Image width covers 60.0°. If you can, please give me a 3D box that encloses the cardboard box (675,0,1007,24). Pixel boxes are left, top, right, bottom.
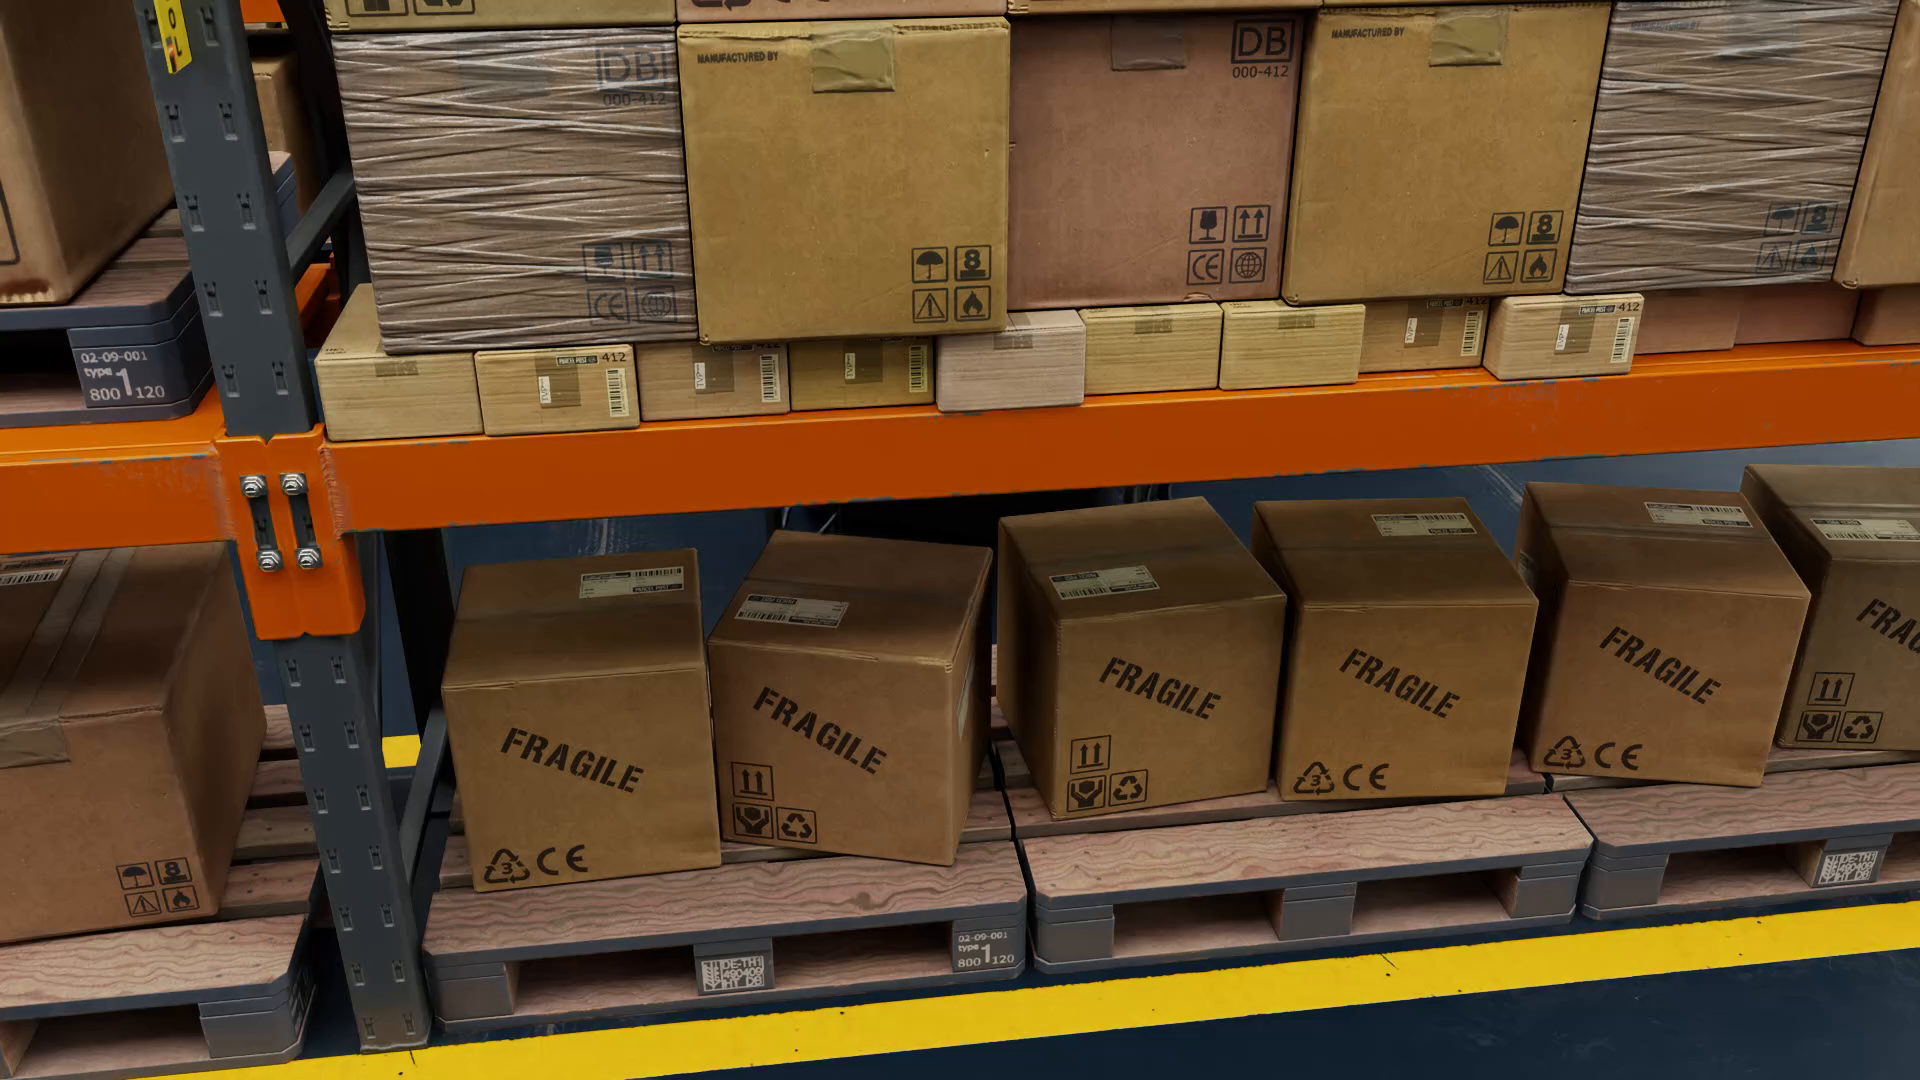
[{"bbox_3d":[-0.209,-1.118,2.612,0.500,0.500,0.500,-4,27,-7],"label":"cardboard box"}]

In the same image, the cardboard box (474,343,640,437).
[{"bbox_3d":[-0.681,-0.326,2.875,0.250,0.149,0.380,-4,27,-7],"label":"cardboard box"}]

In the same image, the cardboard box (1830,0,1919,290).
[{"bbox_3d":[1.749,-0.873,3.230,0.500,0.500,0.875,-4,27,-7],"label":"cardboard box"}]

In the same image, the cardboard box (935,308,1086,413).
[{"bbox_3d":[0.062,-0.372,2.964,0.250,0.149,0.380,-4,27,-7],"label":"cardboard box"}]

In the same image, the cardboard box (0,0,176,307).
[{"bbox_3d":[-1.991,-1.016,2.828,1.000,1.000,1.000,-3,27,-7],"label":"cardboard box"}]

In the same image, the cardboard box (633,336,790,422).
[{"bbox_3d":[-0.437,-0.354,2.930,0.250,0.149,0.380,-4,27,-7],"label":"cardboard box"}]

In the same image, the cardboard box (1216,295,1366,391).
[{"bbox_3d":[0.553,-0.417,3.053,0.250,0.149,0.380,-4,27,-7],"label":"cardboard box"}]

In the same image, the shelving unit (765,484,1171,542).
[{"bbox_3d":[0.027,-0.474,4.520,1.048,1.500,0.538,9,30,17],"label":"shelving unit"}]

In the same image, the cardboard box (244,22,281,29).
[{"bbox_3d":[-5.236,-3.875,11.935,0.625,0.372,0.950,-4,27,-8],"label":"cardboard box"}]

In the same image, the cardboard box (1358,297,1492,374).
[{"bbox_3d":[0.794,-0.454,3.124,0.250,0.149,0.380,-4,27,-7],"label":"cardboard box"}]

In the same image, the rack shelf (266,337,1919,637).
[{"bbox_3d":[0.795,-0.357,3.448,4.000,0.370,1.077,-4,27,-7],"label":"rack shelf"}]

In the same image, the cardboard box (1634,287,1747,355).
[{"bbox_3d":[1.287,-0.494,3.203,0.250,0.149,0.380,-4,27,-7],"label":"cardboard box"}]

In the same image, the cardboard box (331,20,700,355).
[{"bbox_3d":[-0.731,-0.727,2.947,0.500,0.500,0.875,-4,27,-7],"label":"cardboard box"}]

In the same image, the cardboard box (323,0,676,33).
[{"bbox_3d":[-0.704,-1.085,2.549,0.500,0.500,0.500,-4,27,-7],"label":"cardboard box"}]

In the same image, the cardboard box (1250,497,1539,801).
[{"bbox_3d":[0.945,0.238,3.779,0.500,0.500,0.500,-1,27,-2],"label":"cardboard box"}]

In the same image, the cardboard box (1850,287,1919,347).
[{"bbox_3d":[1.785,-0.517,3.248,0.250,0.149,0.380,-4,27,-7],"label":"cardboard box"}]

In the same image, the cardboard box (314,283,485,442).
[{"bbox_3d":[-0.930,-0.316,2.855,0.250,0.149,0.380,-4,27,-7],"label":"cardboard box"}]

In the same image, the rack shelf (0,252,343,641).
[{"bbox_3d":[-3.166,-0.103,2.952,4.000,0.370,1.077,-4,27,-7],"label":"rack shelf"}]

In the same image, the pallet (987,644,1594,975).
[{"bbox_3d":[0.686,0.553,3.941,1.213,0.211,1.003,-4,27,-7],"label":"pallet"}]

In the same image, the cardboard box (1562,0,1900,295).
[{"bbox_3d":[1.248,-0.860,3.206,0.500,0.500,0.875,-4,27,-7],"label":"cardboard box"}]

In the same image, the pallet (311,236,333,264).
[{"bbox_3d":[-2.530,-1.475,7.893,1.213,0.211,1.003,-4,27,-7],"label":"pallet"}]

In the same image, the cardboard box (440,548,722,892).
[{"bbox_3d":[-0.784,0.368,3.525,0.500,0.500,0.500,-4,28,-9],"label":"cardboard box"}]

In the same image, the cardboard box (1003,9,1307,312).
[{"bbox_3d":[0.250,-0.821,3.128,0.500,0.500,0.875,-4,27,-7],"label":"cardboard box"}]

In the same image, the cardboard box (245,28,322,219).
[{"bbox_3d":[-3.334,-1.845,7.564,0.750,0.750,1.050,-4,27,-7],"label":"cardboard box"}]

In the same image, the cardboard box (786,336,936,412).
[{"bbox_3d":[-0.191,-0.375,2.969,0.250,0.149,0.380,-4,27,-7],"label":"cardboard box"}]

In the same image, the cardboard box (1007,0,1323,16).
[{"bbox_3d":[0.286,-1.149,2.674,0.500,0.500,0.500,-4,27,-7],"label":"cardboard box"}]

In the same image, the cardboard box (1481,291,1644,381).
[{"bbox_3d":[1.052,-0.438,3.094,0.250,0.149,0.380,-4,27,-7],"label":"cardboard box"}]

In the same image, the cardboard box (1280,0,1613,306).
[{"bbox_3d":[0.751,-0.834,3.154,0.500,0.500,0.875,-4,27,-7],"label":"cardboard box"}]

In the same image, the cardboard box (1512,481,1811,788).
[{"bbox_3d":[1.568,0.207,3.840,0.500,0.500,0.500,3,27,6],"label":"cardboard box"}]

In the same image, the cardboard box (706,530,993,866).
[{"bbox_3d":[-0.217,0.328,3.603,0.500,0.500,0.500,5,28,9],"label":"cardboard box"}]

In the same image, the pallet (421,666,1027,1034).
[{"bbox_3d":[-0.525,0.632,3.787,1.213,0.211,1.003,-4,27,-7],"label":"pallet"}]

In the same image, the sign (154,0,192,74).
[{"bbox_3d":[-1.104,-0.814,2.283,0.005,0.325,0.100,-4,27,-7],"label":"sign"}]

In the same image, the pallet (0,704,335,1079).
[{"bbox_3d":[-1.956,0.741,3.575,1.213,0.211,1.003,-4,27,-7],"label":"pallet"}]

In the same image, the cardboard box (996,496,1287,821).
[{"bbox_3d":[0.386,0.253,3.749,0.500,0.500,0.500,-6,28,-12],"label":"cardboard box"}]

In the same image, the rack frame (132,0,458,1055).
[{"bbox_3d":[-1.185,-0.550,3.036,0.127,3.000,1.000,-4,27,-7],"label":"rack frame"}]

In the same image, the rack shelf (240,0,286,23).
[{"bbox_3d":[-3.757,-2.351,7.335,4.000,0.370,1.077,-4,27,-7],"label":"rack shelf"}]

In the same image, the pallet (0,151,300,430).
[{"bbox_3d":[-1.962,-0.482,3.113,1.213,0.211,1.003,-4,27,-7],"label":"pallet"}]

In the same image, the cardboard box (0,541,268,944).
[{"bbox_3d":[-1.796,0.396,3.449,0.500,0.500,0.700,-6,28,-11],"label":"cardboard box"}]

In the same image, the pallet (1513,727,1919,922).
[{"bbox_3d":[1.891,0.477,4.090,1.213,0.211,1.003,-4,27,-7],"label":"pallet"}]

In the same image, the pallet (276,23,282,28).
[{"bbox_3d":[-4.547,-3.660,12.152,1.213,0.211,1.003,-4,27,-7],"label":"pallet"}]

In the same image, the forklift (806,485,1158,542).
[{"bbox_3d":[0.483,-1.910,5.763,1.130,2.935,3.031,10,29,19],"label":"forklift"}]

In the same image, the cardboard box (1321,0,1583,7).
[{"bbox_3d":[0.779,-1.186,2.745,0.500,0.500,0.500,-4,27,-7],"label":"cardboard box"}]

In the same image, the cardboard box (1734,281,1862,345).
[{"bbox_3d":[1.531,-0.520,3.253,0.250,0.149,0.380,-4,27,-7],"label":"cardboard box"}]

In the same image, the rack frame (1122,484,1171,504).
[{"bbox_3d":[0.509,-0.400,4.375,0.032,1.500,0.500,9,30,17],"label":"rack frame"}]

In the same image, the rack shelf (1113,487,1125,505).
[{"bbox_3d":[0.029,-0.316,4.605,1.000,0.185,0.538,9,30,17],"label":"rack shelf"}]

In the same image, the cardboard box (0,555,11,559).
[{"bbox_3d":[-2.271,0.418,3.407,0.500,0.500,0.700,-4,27,-7],"label":"cardboard box"}]

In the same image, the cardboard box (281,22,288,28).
[{"bbox_3d":[-4.485,-3.921,12.024,0.625,0.372,0.950,-3,27,-5],"label":"cardboard box"}]

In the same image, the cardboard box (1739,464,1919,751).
[{"bbox_3d":[2.155,0.153,3.944,0.500,0.500,0.500,1,27,2],"label":"cardboard box"}]

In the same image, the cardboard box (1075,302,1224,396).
[{"bbox_3d":[0.304,-0.407,3.032,0.250,0.149,0.380,-4,27,-7],"label":"cardboard box"}]

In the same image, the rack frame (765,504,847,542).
[{"bbox_3d":[-0.454,-0.549,4.666,0.032,1.500,0.500,9,30,17],"label":"rack frame"}]

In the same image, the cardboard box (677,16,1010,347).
[{"bbox_3d":[-0.231,-0.743,2.978,0.500,0.500,0.875,-4,27,-7],"label":"cardboard box"}]
